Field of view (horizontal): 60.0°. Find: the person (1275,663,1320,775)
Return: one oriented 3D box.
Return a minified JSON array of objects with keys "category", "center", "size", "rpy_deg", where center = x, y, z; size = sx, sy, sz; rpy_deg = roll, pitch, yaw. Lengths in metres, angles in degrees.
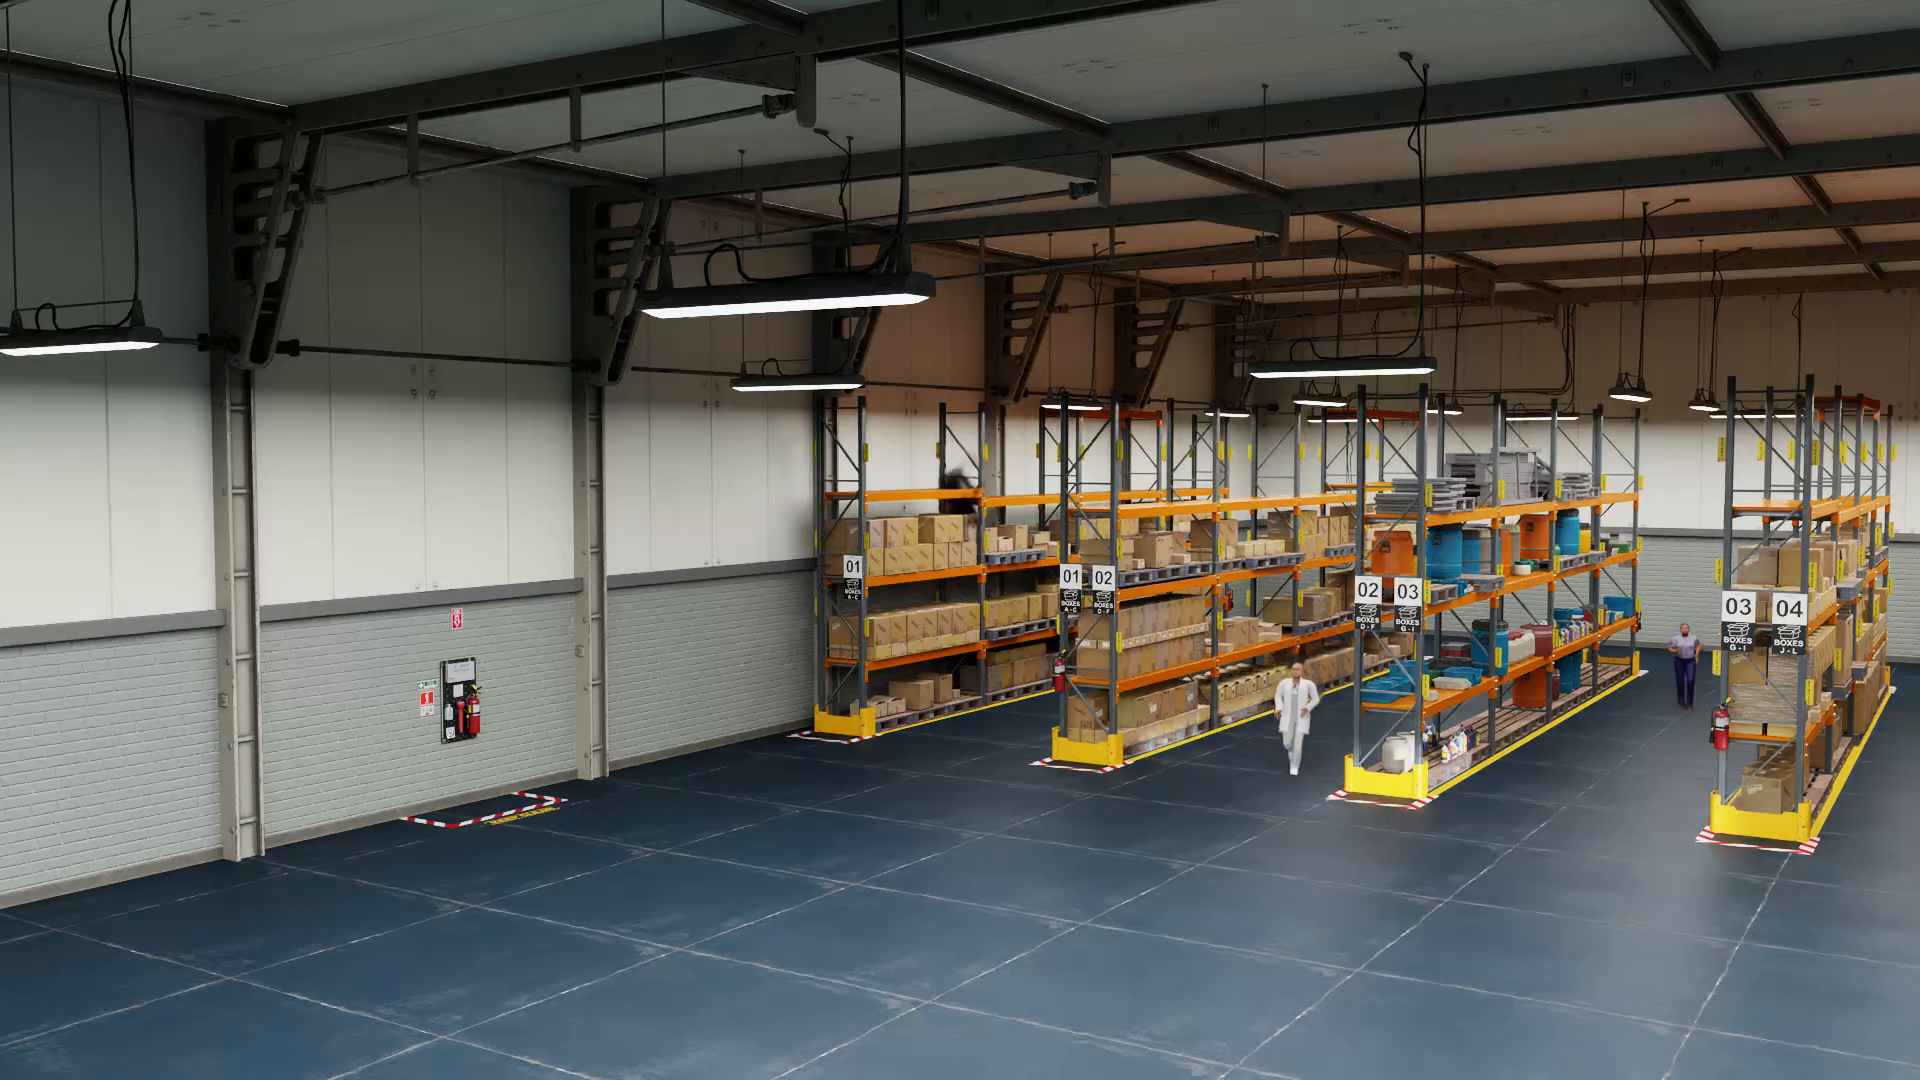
[{"category":"person","center":[5.255,2.777,25.987],"size":[0.707,1.722,0.633],"rpy_deg":[1,3,19]}]

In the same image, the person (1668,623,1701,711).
[{"category":"person","center":[14.220,2.470,32.649],"size":[0.593,1.704,0.816],"rpy_deg":[1,3,23]}]
